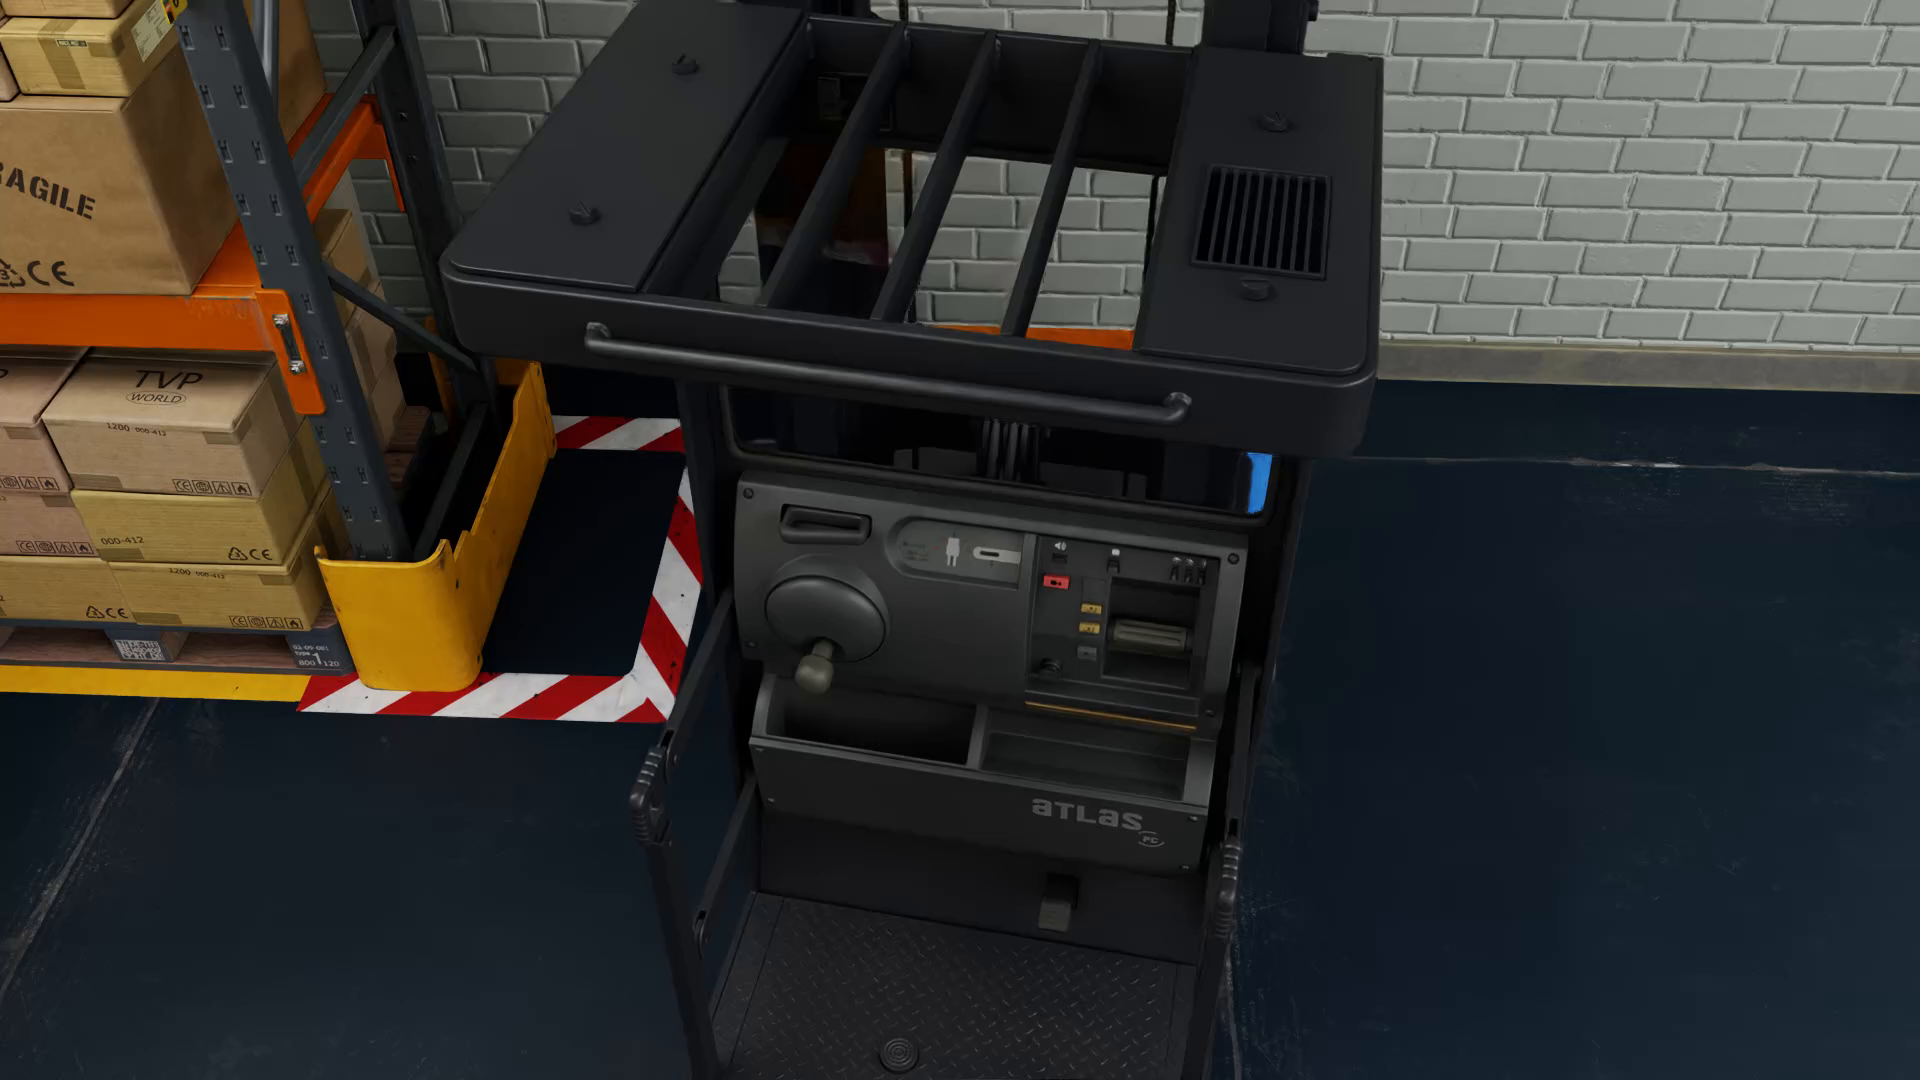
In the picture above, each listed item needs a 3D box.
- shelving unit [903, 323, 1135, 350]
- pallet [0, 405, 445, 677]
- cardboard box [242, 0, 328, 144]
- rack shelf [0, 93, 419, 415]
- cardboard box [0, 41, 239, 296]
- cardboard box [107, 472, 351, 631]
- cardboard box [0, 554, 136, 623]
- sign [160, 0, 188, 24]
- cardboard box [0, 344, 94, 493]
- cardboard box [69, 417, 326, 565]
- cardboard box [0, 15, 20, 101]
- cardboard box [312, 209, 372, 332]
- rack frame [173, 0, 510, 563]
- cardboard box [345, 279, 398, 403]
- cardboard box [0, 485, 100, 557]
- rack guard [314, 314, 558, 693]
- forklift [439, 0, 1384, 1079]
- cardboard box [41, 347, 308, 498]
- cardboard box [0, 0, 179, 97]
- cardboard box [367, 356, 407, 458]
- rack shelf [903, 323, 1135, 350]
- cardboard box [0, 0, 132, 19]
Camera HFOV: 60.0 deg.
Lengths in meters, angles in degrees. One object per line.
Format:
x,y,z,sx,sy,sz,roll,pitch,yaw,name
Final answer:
0.076,-0.546,4.736,1.083,1.500,0.587,2,43,2,shelving unit
-2.338,-0.037,5.135,1.213,0.211,1.003,2,43,2,pallet
-2.055,-1.303,4.375,0.500,0.500,0.500,3,43,3,cardboard box
-3.570,-0.861,4.501,4.000,0.370,1.077,2,43,2,rack shelf
-2.076,-0.935,3.980,0.500,0.500,0.500,1,43,1,cardboard box
-2.056,-0.009,4.768,0.500,0.250,0.500,2,43,2,cardboard box
-2.552,-0.031,4.792,0.500,0.250,0.500,2,43,2,cardboard box
-1.611,-1.204,3.318,0.005,0.325,0.100,2,43,2,sign
-2.557,-0.389,4.443,0.500,0.250,0.500,2,43,3,cardboard box
-2.073,-0.195,4.601,0.500,0.250,0.500,1,43,1,cardboard box
-2.188,-1.144,3.728,0.250,0.149,0.380,2,43,3,cardboard box
-2.044,-0.719,4.797,0.500,0.250,0.500,1,43,1,cardboard box
-1.572,-1.062,4.190,0.127,3.000,1.000,2,43,2,rack frame
-2.033,-0.549,4.981,0.500,0.250,0.500,2,43,3,cardboard box
-2.573,-0.218,4.625,0.500,0.250,0.500,1,43,1,cardboard box
-1.548,-0.147,5.041,0.348,0.500,1.175,2,43,2,rack guard
0.002,0.209,2.875,1.130,2.935,3.031,8,44,8,forklift
-2.046,-0.378,4.430,0.500,0.250,0.500,3,43,3,cardboard box
-1.931,-1.156,3.741,0.250,0.149,0.380,2,43,3,cardboard box
-2.054,-0.358,5.143,0.500,0.250,0.500,2,43,2,cardboard box
0.085,-0.415,4.859,1.000,0.185,0.538,2,43,2,rack shelf
-1.940,-1.313,3.691,0.250,0.149,0.380,2,43,2,cardboard box
